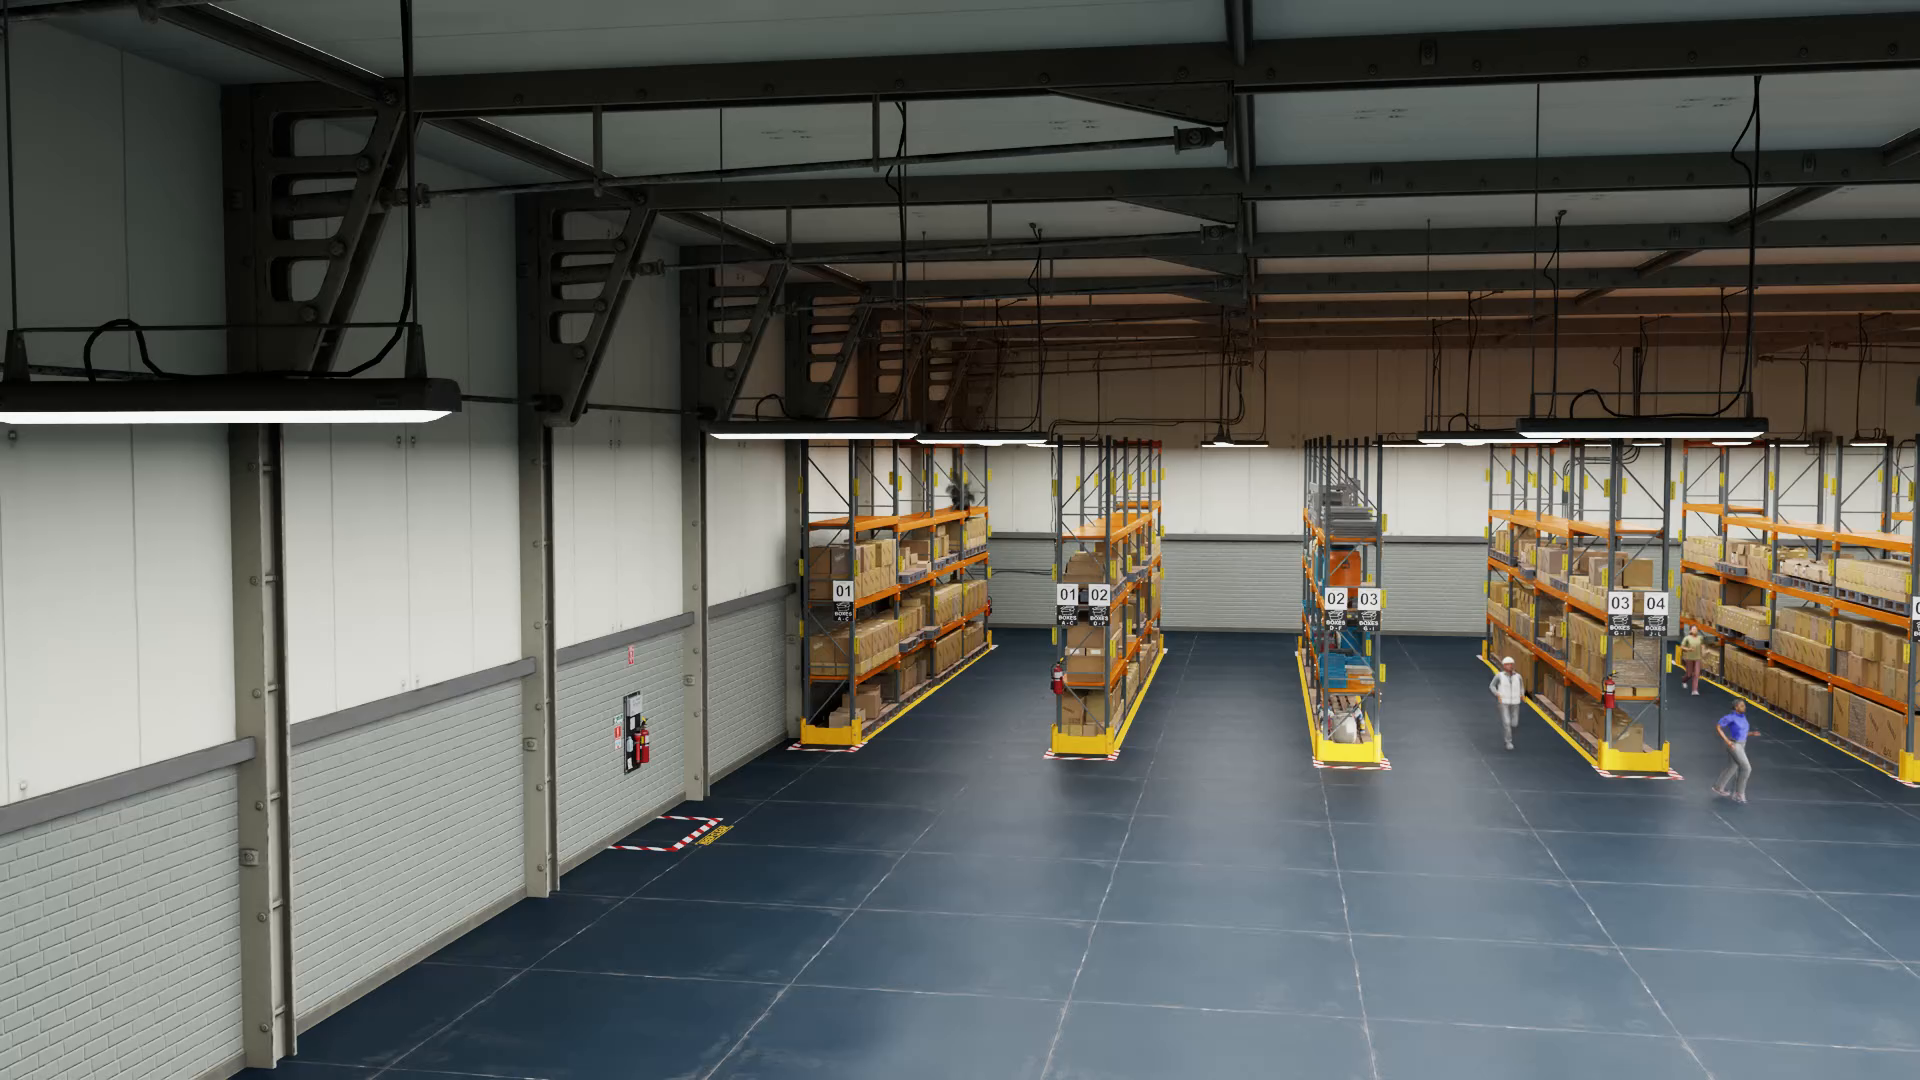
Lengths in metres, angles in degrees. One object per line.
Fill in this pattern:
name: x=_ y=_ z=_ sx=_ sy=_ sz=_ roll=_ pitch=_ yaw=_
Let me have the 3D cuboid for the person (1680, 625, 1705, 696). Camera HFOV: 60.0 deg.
person: x=17.122 y=2.816 z=38.836 sx=0.570 sy=1.600 sz=0.909 roll=0 pitch=3 yaw=8

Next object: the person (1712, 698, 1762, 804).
person: x=12.660 y=3.440 z=27.123 sx=0.554 sy=1.717 sz=0.752 roll=-3 pitch=4 yaw=-44

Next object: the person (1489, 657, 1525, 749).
person: x=10.575 y=3.129 z=32.117 sx=0.660 sy=1.744 sz=0.703 roll=0 pitch=3 yaw=3

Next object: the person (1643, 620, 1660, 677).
person: x=17.505 y=2.571 z=41.908 sx=0.629 sy=1.832 sz=0.757 roll=1 pitch=3 yaw=15
